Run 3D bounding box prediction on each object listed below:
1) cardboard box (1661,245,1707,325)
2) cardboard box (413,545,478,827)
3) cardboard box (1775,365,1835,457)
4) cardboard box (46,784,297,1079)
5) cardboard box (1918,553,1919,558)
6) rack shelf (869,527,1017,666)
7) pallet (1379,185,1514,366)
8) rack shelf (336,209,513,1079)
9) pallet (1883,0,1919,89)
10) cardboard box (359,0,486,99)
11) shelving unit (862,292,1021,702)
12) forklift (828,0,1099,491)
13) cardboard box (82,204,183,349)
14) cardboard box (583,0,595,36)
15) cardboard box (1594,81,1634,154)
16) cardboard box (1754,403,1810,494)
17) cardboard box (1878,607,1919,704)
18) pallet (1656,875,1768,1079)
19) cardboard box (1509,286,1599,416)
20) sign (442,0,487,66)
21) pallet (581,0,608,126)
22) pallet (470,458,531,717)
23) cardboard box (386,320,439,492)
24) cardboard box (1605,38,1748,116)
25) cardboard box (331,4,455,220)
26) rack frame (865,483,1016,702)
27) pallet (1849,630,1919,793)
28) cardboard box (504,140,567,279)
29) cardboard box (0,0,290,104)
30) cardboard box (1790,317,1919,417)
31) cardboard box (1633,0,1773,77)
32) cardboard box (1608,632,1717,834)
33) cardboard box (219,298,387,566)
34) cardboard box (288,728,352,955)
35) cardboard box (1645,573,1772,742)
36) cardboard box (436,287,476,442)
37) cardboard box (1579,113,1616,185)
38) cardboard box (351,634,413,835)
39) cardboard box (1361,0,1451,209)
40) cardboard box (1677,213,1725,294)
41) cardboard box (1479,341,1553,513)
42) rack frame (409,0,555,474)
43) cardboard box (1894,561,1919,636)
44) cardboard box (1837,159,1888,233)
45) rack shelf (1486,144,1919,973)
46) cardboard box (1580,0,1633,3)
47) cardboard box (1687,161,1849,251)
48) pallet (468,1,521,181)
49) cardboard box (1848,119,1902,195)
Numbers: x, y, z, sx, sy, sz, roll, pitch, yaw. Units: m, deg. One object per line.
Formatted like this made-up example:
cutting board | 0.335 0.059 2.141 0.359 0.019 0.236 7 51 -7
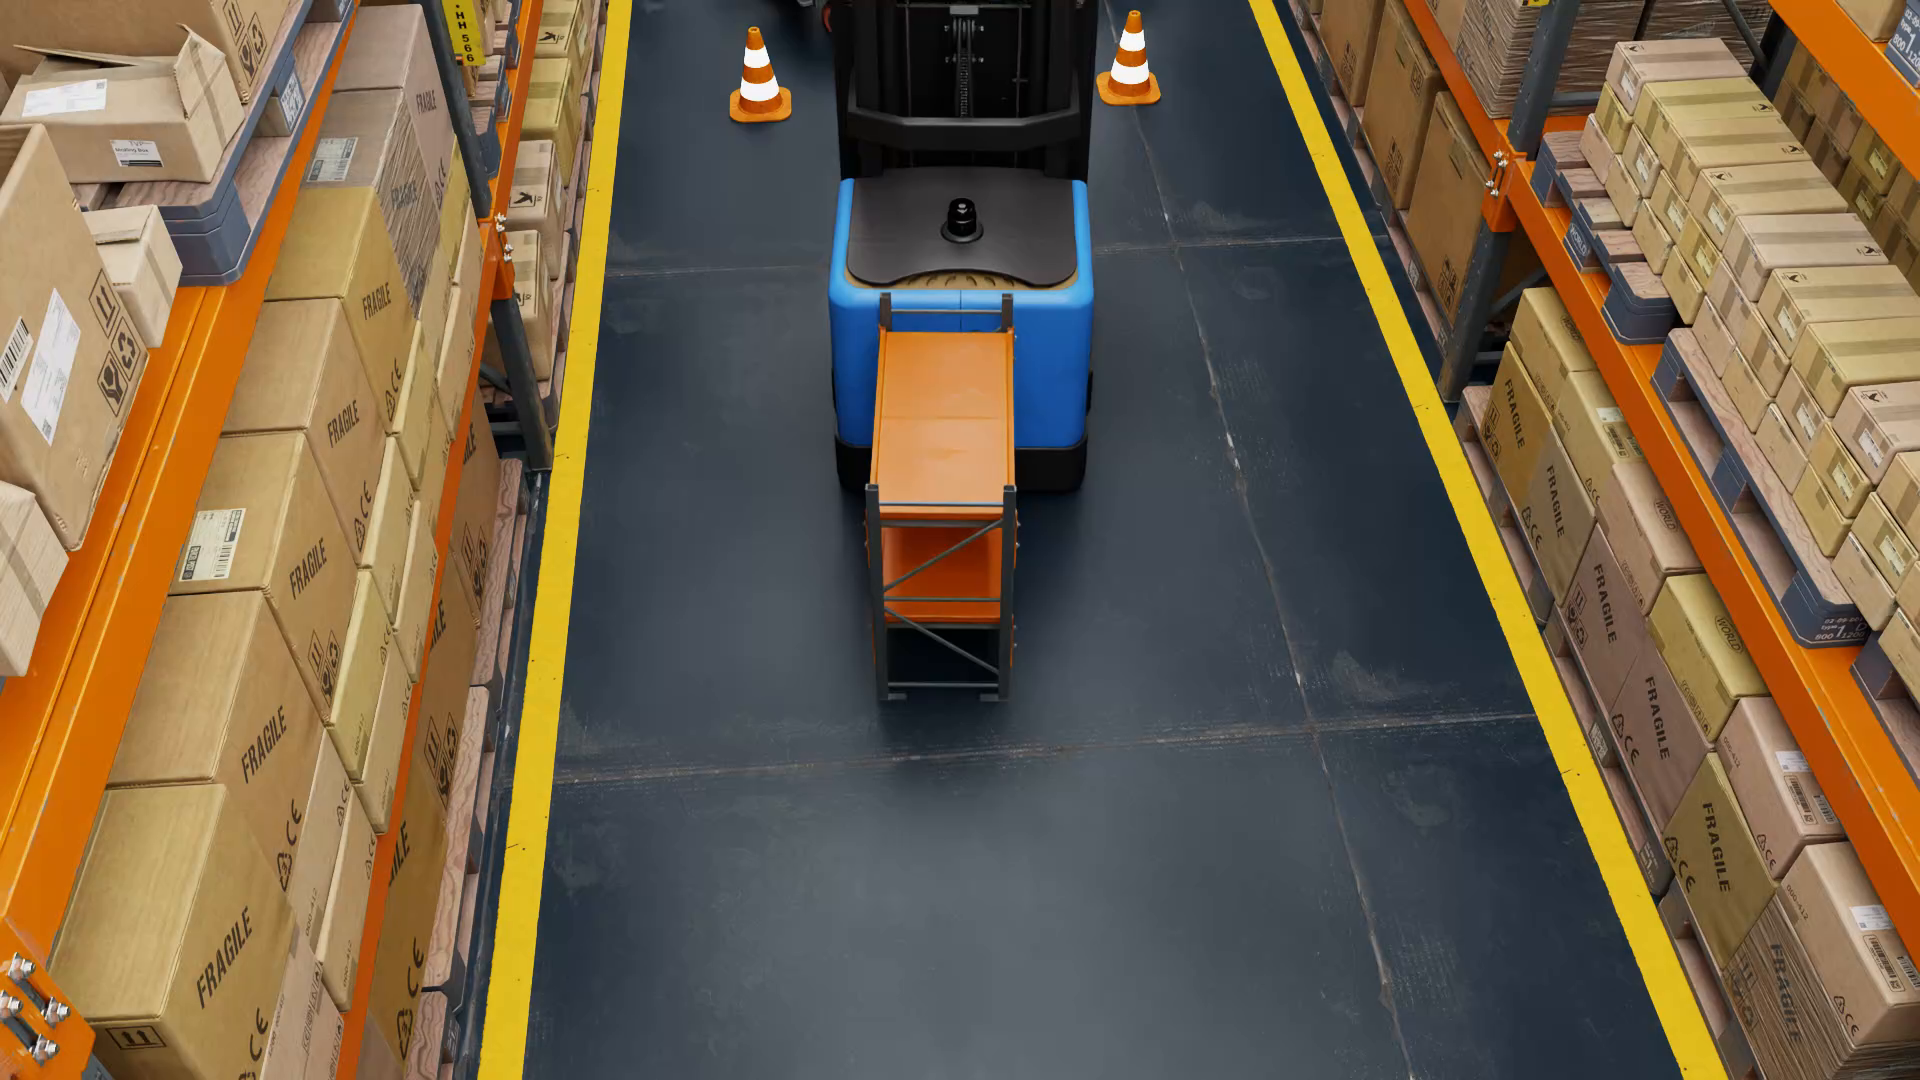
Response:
cardboard box | 2.570 -0.851 5.511 0.380 0.149 0.250 -2 47 -1
cardboard box | -2.215 0.397 5.619 0.875 0.875 0.875 -3 47 -3
cardboard box | 2.640 -0.385 4.864 0.380 0.149 0.250 -2 47 -2
cardboard box | -1.676 0.840 3.267 0.500 0.500 0.500 -3 47 -3
cardboard box | 2.705 0.068 4.230 0.380 0.149 0.250 -4 47 -3
rack shelf | -0.057 0.012 6.437 0.538 0.278 1.000 1 47 0
pallet | 2.673 -1.330 8.001 1.003 0.211 1.213 -3 47 -3
rack shelf | -2.093 0.355 4.980 1.077 0.370 4.000 -3 47 -3
pallet | 2.963 -0.990 3.821 1.213 0.211 1.003 -3 47 -3
cardboard box | -2.067 -1.960 6.114 0.500 0.500 0.500 -5 47 -4
shelving unit | -0.057 -0.156 6.260 0.538 1.125 1.048 1 47 0
forklift | 0.022 -2.268 7.015 1.130 2.935 3.031 1 47 0
cardboard box | -1.683 -0.478 3.079 0.380 0.166 0.250 -6 47 -6
cardboard box | -2.549 -3.095 9.273 0.950 0.372 0.625 -3 47 -3
cardboard box | 2.504 -1.512 5.932 0.380 0.149 0.250 -2 47 -2
cardboard box | 2.634 -0.288 4.977 0.380 0.149 0.250 -5 47 -5
cardboard box | 2.706 0.297 4.423 0.380 0.149 0.250 -6 47 -5
pallet | 2.932 1.576 5.248 1.003 0.211 1.213 -3 47 -3
cardboard box | 2.480 -0.743 6.440 0.500 0.250 0.500 -5 47 -5
sign | -1.708 -1.774 5.703 0.100 0.325 0.005 -3 47 -3
pallet | -2.529 -2.712 9.309 1.003 0.211 1.213 -3 47 -3
pallet | -2.269 0.194 6.557 1.003 0.211 1.213 -3 47 -3
cardboard box | -1.857 -0.385 4.944 0.500 0.250 0.500 -5 47 -4
cardboard box | 2.510 -1.627 5.835 0.380 0.149 0.250 -3 47 -3
cardboard box | -1.956 -1.360 5.351 0.500 0.500 0.500 -5 47 -4
rack frame | -0.063 0.213 5.910 0.500 1.125 0.032 1 47 0
pallet | 3.080 0.685 4.304 1.003 0.211 1.213 -3 47 -3
cardboard box | -2.368 -1.523 7.784 0.950 0.372 0.625 -4 47 -4
cardboard box | -1.824 -1.292 3.620 0.500 0.500 0.500 -3 47 -3
cardboard box | 2.638 -0.499 4.767 0.380 0.149 0.250 -4 47 -4
cardboard box | 2.895 -2.089 6.730 0.500 0.500 0.500 -3 47 -3
cardboard box | 2.604 0.633 5.654 0.500 0.500 0.500 -4 47 -4
cardboard box | -1.835 -0.263 4.312 0.500 0.500 0.500 -4 47 -4
cardboard box | -1.753 0.723 3.895 0.500 0.250 0.500 -3 47 -3
cardboard box | 2.596 0.360 5.396 0.500 0.250 0.500 -5 47 -5
cardboard box | -1.901 -0.569 5.463 0.500 0.250 0.500 -3 47 -3
cardboard box | 2.500 -1.436 6.064 0.380 0.149 0.250 -4 47 -4
cardboard box | -1.771 0.525 4.426 0.500 0.250 0.500 -4 47 -4
cardboard box | 2.626 -2.163 8.129 1.050 0.750 0.750 -3 47 -3
cardboard box | 2.576 -0.941 5.390 0.380 0.149 0.250 -3 47 -3
cardboard box | 2.469 -0.471 6.699 0.500 0.500 0.500 -5 47 -5
rack frame | -2.260 -1.340 6.089 1.000 3.000 0.127 -3 47 -3
cardboard box | 2.700 0.176 4.332 0.380 0.149 0.250 -5 47 -5
cardboard box | 3.208 -1.161 5.599 0.380 0.149 0.250 -2 47 -2
rack shelf | 2.831 -0.019 5.334 1.077 0.370 4.000 -3 47 -3
cardboard box | 2.636 -2.417 6.352 0.700 0.500 0.500 -4 47 -4
cardboard box | 2.572 -1.066 5.305 0.380 0.149 0.250 -5 47 -5
pallet | -2.426 -1.783 6.641 1.213 0.211 1.003 -3 47 -3
cardboard box | 3.202 -1.278 5.505 0.380 0.149 0.250 -2 47 -2
